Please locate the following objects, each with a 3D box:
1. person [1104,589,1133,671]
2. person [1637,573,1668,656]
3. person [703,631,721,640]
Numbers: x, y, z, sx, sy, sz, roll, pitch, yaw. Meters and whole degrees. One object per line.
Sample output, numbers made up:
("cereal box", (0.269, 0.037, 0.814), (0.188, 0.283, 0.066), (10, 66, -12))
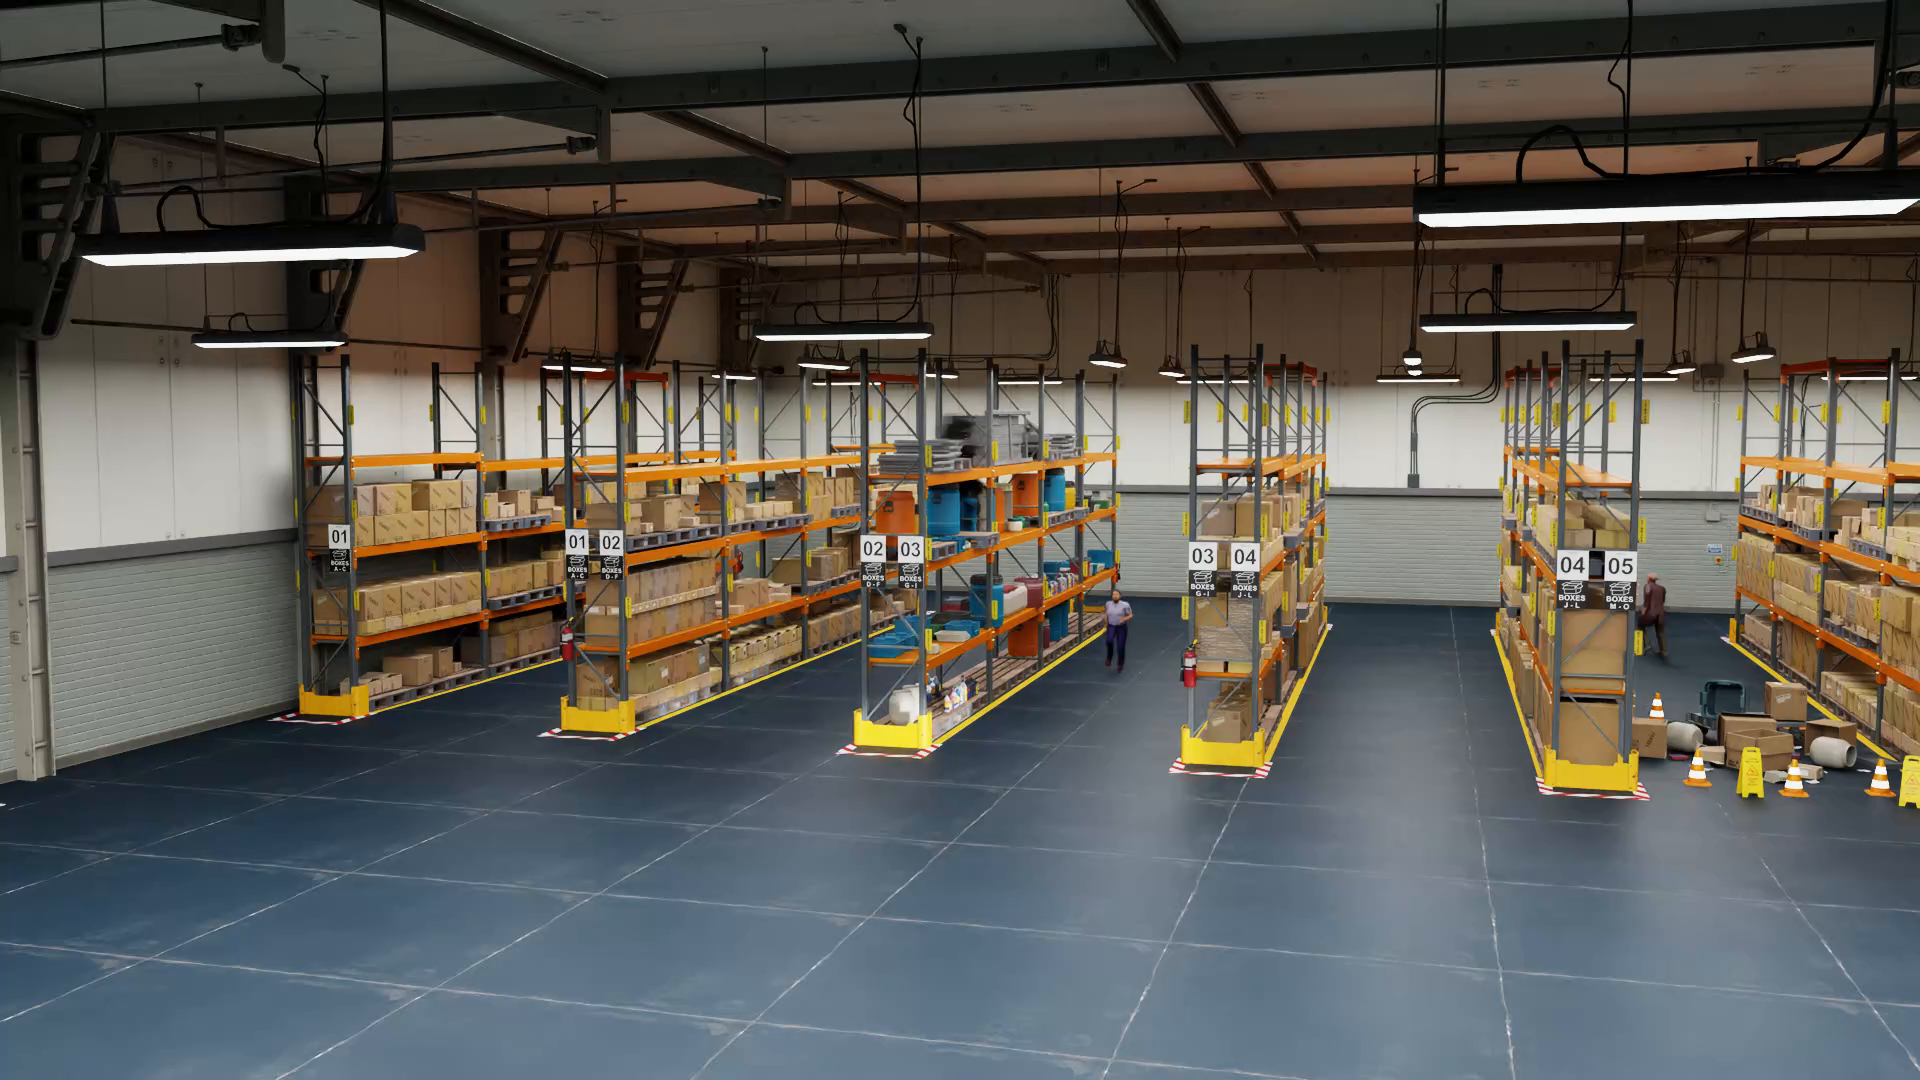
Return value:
("person", (3.050, 1.757, 32.180), (0.594, 1.607, 0.741), (1, 4, 12))
("person", (14.400, 1.554, 34.487), (0.625, 1.725, 1.011), (0, 4, -5))
("person", (-5.253, 1.529, 34.846), (0.659, 1.728, 0.643), (1, 4, 16))
